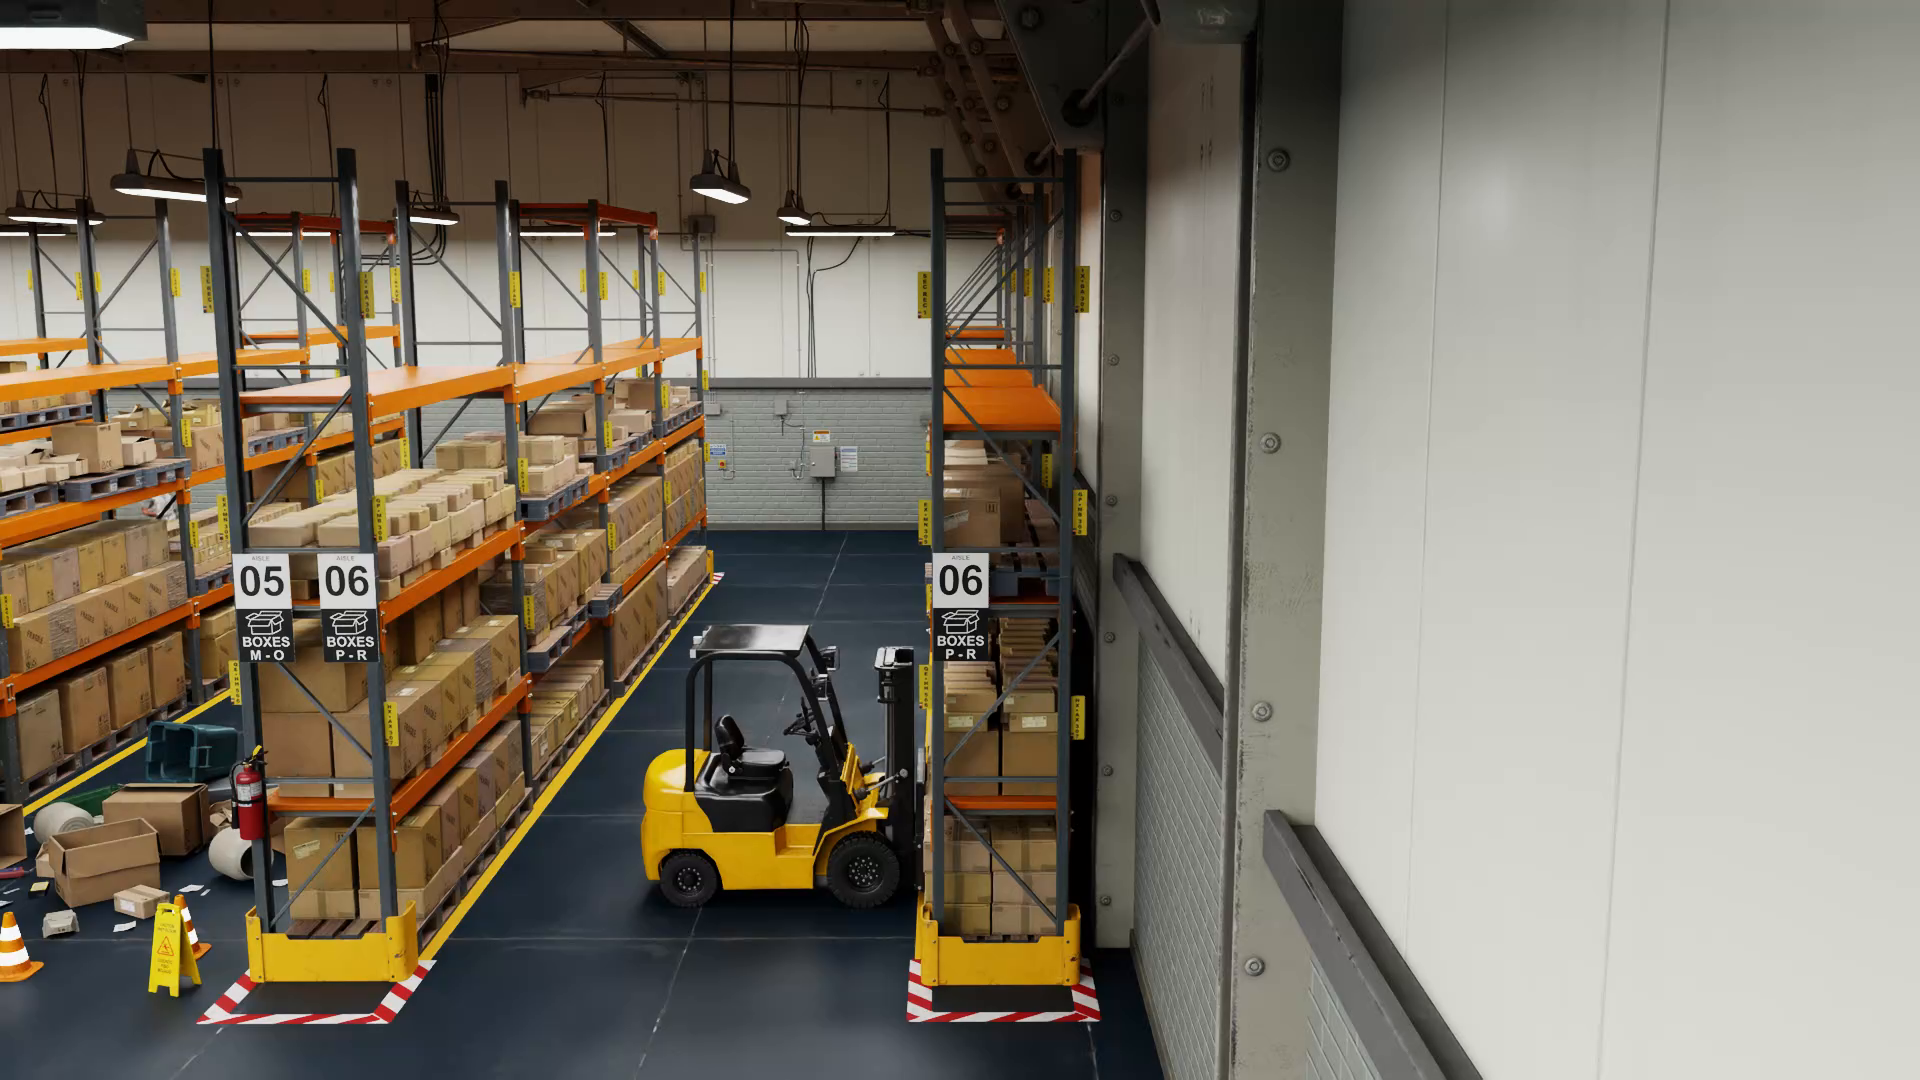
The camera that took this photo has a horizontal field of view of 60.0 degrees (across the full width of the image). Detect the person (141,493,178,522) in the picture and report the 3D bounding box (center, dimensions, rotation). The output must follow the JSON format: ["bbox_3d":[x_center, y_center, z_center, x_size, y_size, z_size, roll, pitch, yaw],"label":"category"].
[{"bbox_3d":[-13.757,-0.285,28.759,0.578,1.765,0.724,5,10,26],"label":"person"}]
